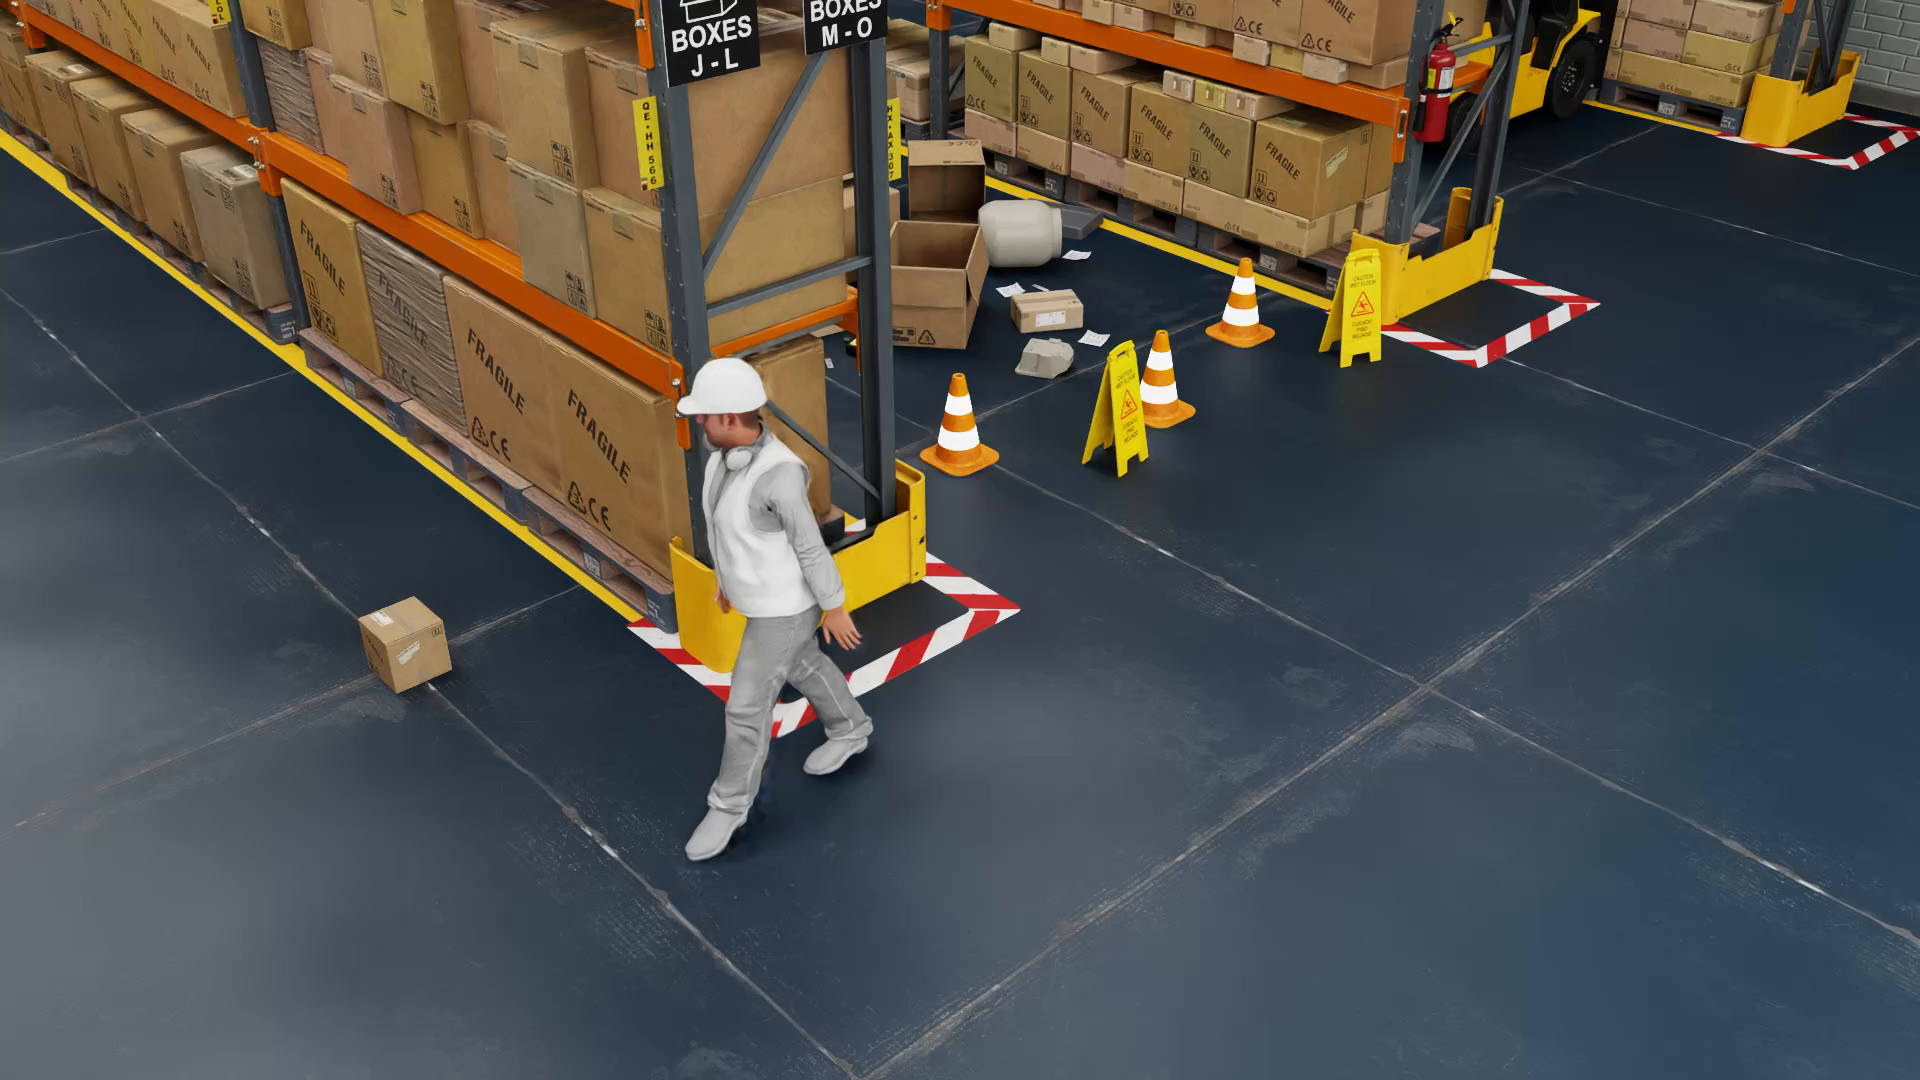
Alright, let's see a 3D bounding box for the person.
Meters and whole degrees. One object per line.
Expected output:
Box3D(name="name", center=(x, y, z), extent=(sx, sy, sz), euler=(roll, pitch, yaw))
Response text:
Box3D(name="person", center=(-0.701, 0.179, 5.811), extent=(0.860, 1.739, 0.613), euler=(-15, 35, -23))
